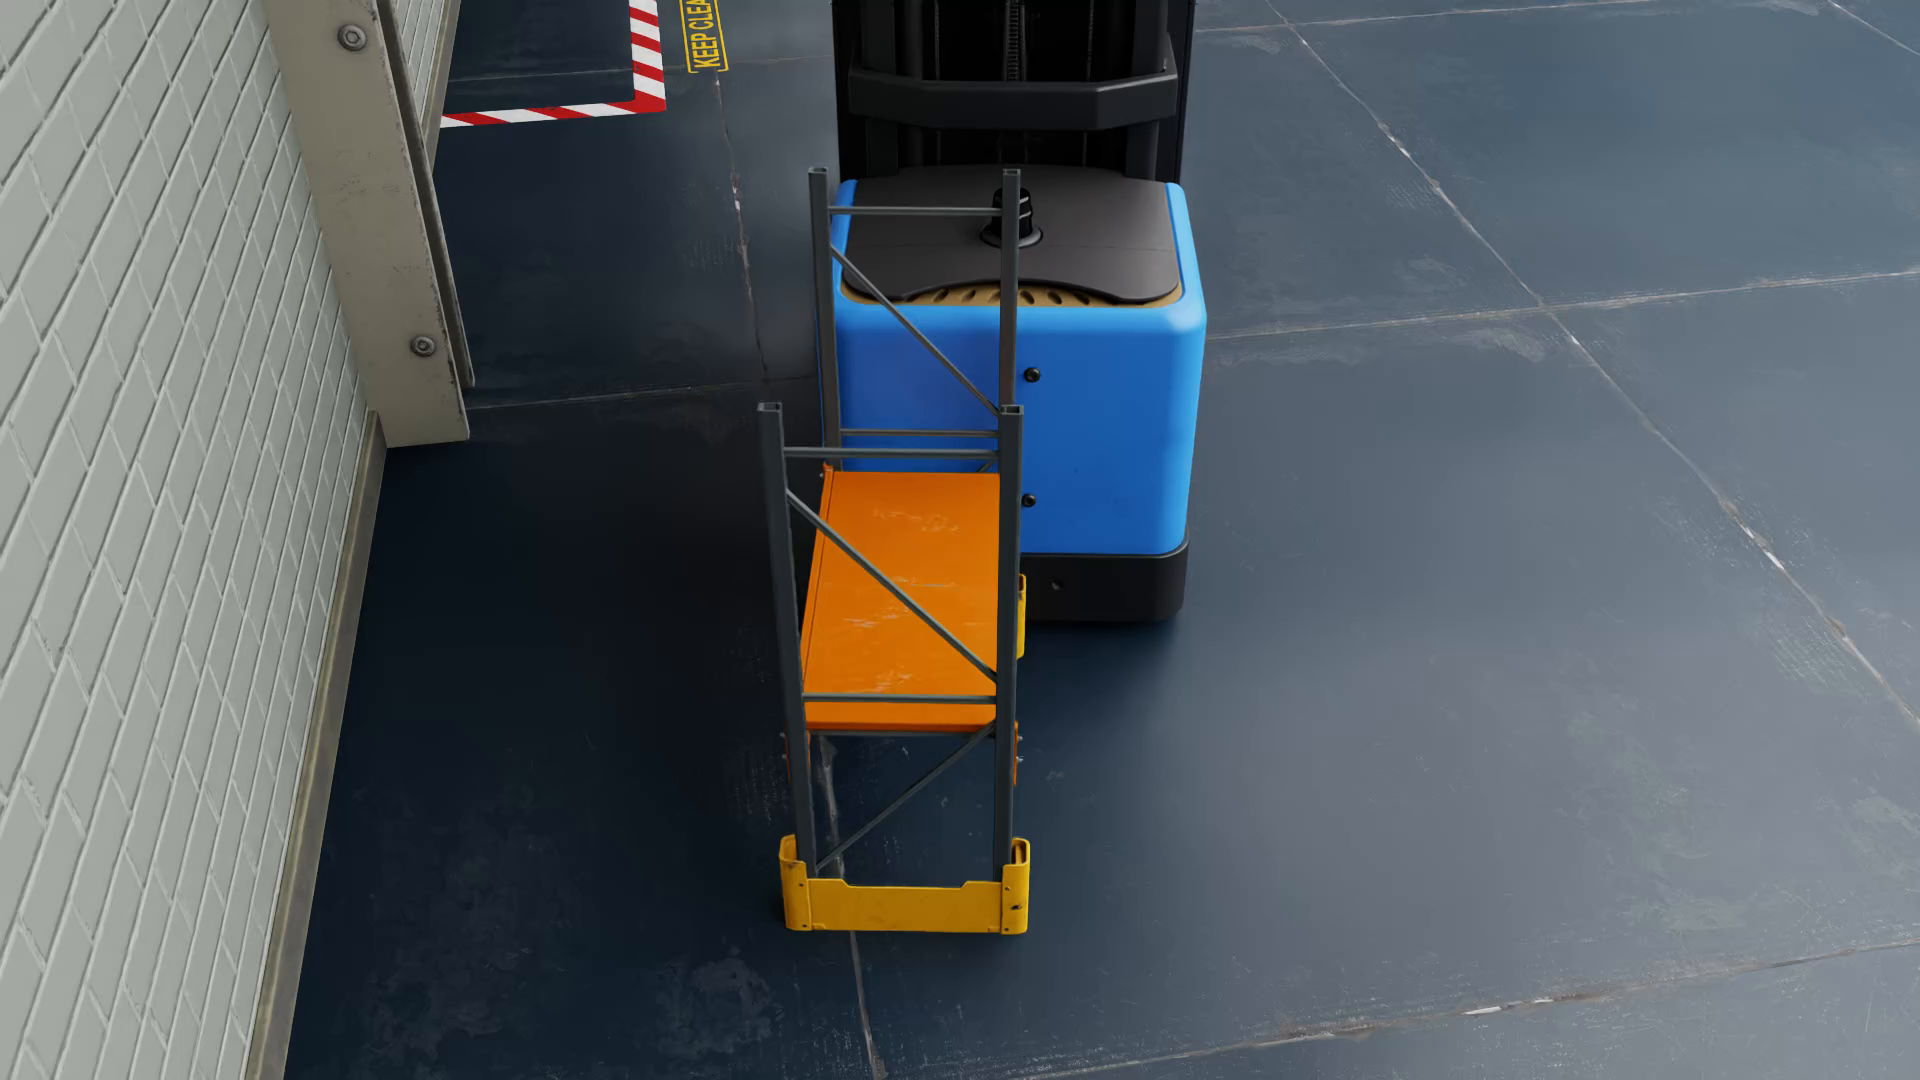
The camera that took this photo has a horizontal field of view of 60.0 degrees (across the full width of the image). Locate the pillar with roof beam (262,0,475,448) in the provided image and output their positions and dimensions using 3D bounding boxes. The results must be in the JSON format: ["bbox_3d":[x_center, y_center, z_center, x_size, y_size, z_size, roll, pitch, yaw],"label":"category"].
[{"bbox_3d":[2.370,-4.463,3.660,9.100,9.000,0.400,-6,38,-8],"label":"pillar with roof beam"}]

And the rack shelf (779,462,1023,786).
[{"bbox_3d":[-0.119,0.175,4.096,0.538,0.185,1.000,1,38,1],"label":"rack shelf"}]

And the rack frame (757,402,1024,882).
[{"bbox_3d":[-0.131,0.344,3.584,0.500,1.500,0.032,1,38,1],"label":"rack frame"}]

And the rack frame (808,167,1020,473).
[{"bbox_3d":[-0.108,-0.279,4.387,0.500,1.500,0.032,1,38,1],"label":"rack frame"}]

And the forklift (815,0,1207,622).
[{"bbox_3d":[0.165,-1.797,5.174,1.130,2.935,3.031,1,38,1],"label":"forklift"}]

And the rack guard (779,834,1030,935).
[{"bbox_3d":[-0.130,0.826,3.983,0.587,0.250,0.087,1,38,1],"label":"rack guard"}]

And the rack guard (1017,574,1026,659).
[{"bbox_3d":[-0.108,0.215,4.769,0.587,0.250,0.087,1,38,1],"label":"rack guard"}]

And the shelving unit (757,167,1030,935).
[{"bbox_3d":[-0.119,0.027,3.993,0.587,1.500,1.083,1,38,1],"label":"shelving unit"}]
